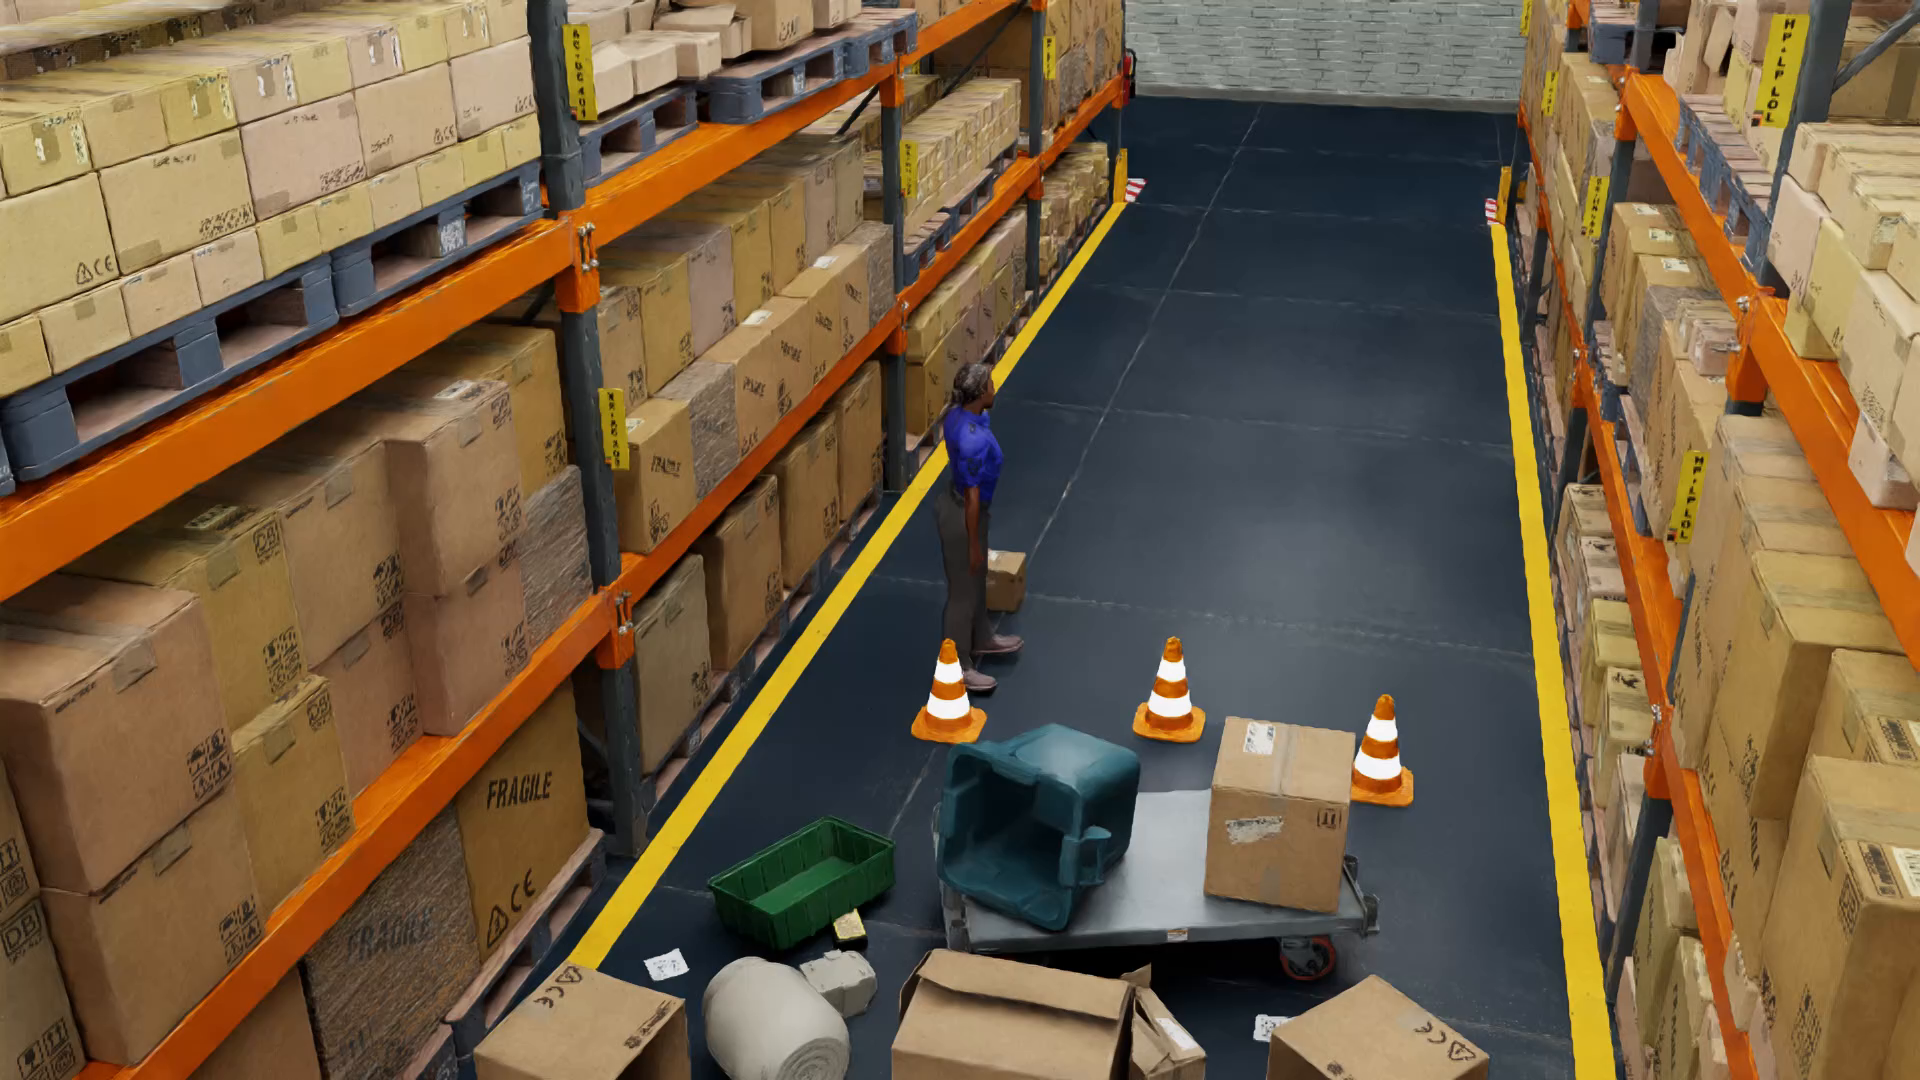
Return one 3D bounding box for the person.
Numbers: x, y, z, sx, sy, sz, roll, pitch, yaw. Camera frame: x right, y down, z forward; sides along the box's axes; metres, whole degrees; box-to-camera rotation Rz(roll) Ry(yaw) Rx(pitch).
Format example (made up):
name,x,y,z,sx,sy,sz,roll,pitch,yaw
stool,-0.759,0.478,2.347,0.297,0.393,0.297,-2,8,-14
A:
name,x,y,z,sx,sy,sz,roll,pitch,yaw
person,0.119,-0.079,8.238,0.475,1.665,0.520,-4,26,-9
